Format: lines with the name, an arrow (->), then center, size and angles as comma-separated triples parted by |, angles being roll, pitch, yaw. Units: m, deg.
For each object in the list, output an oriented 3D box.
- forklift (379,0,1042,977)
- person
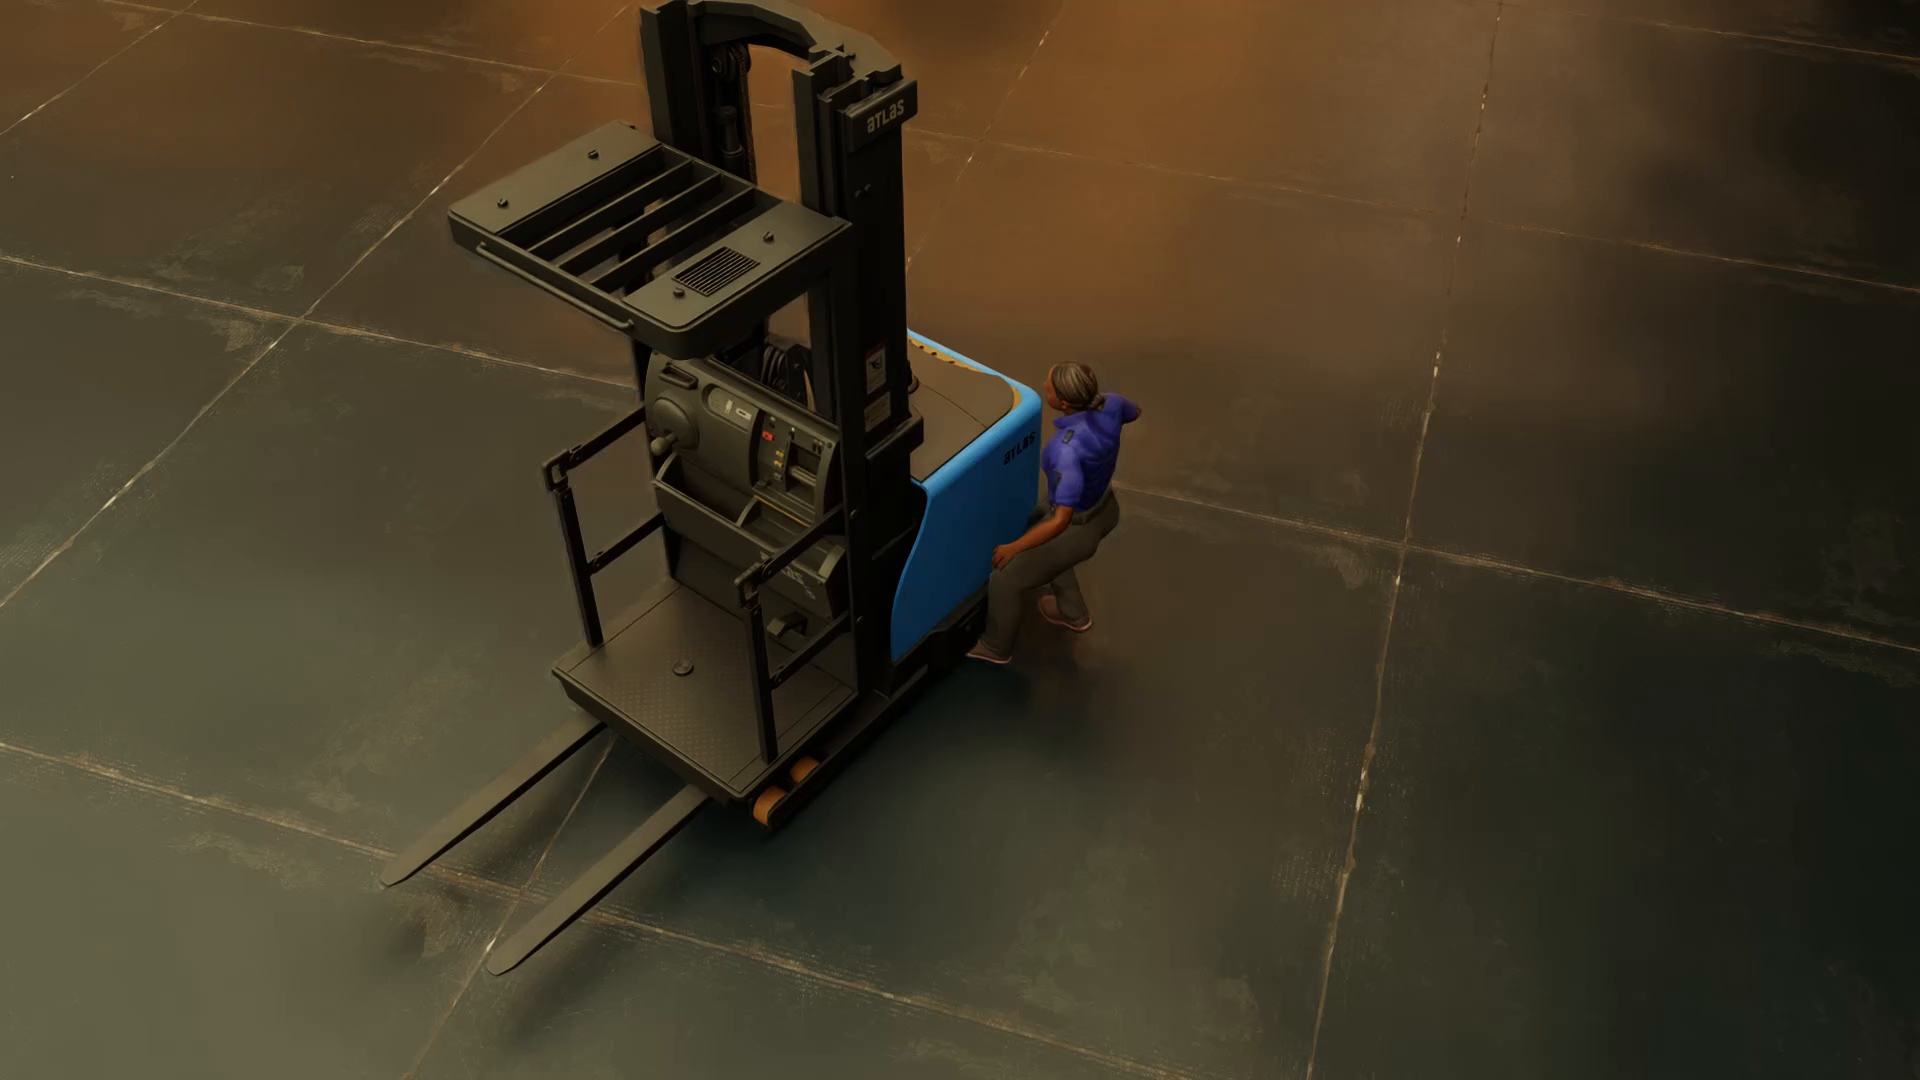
forklift -> -0.953, -0.318, 6.031 | 1.130, 2.935, 3.031 | 29, 50, 27
person -> 0.332, -0.135, 6.840 | 0.620, 1.581, 0.883 | 24, 48, 24
